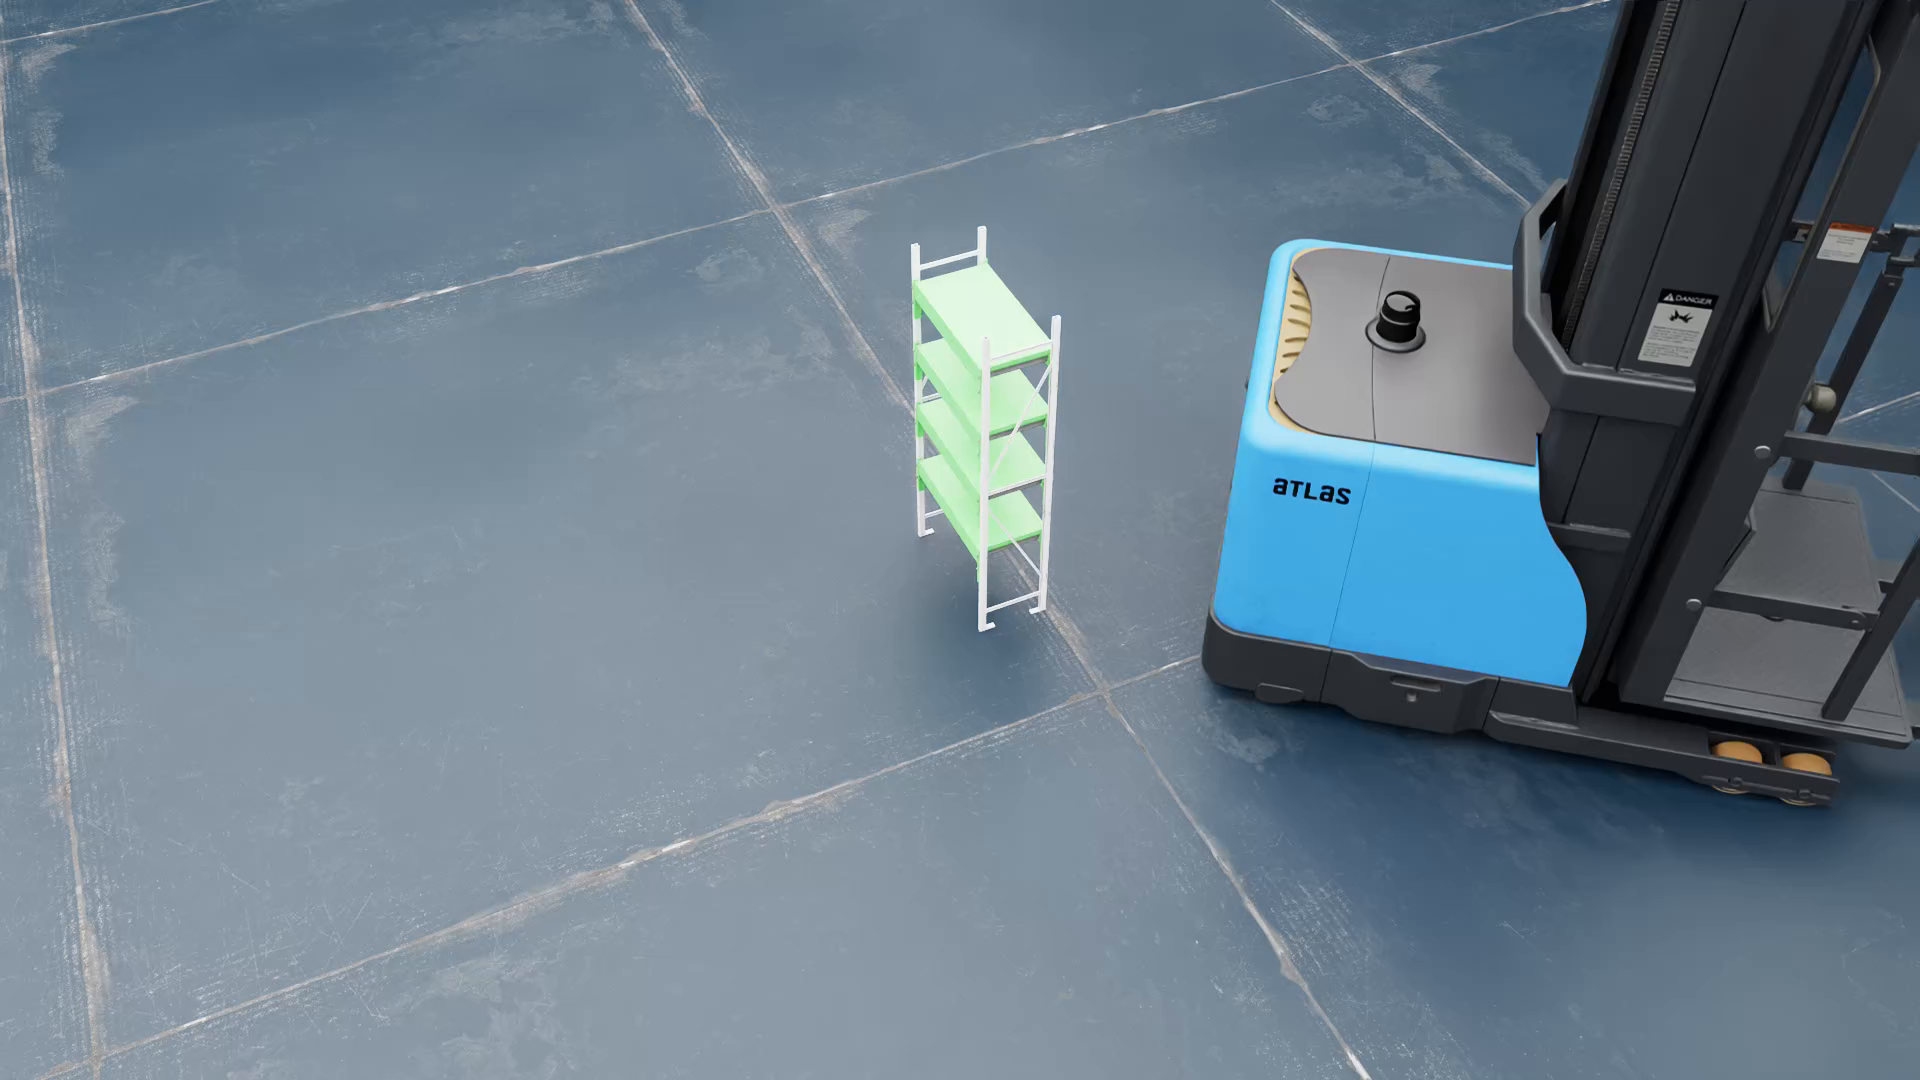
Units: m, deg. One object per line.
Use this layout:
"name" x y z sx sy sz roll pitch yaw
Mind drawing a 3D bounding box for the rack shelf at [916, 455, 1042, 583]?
"rack shelf" 0.070 -0.105 5.435 0.258 0.148 0.480 -18 47 -17

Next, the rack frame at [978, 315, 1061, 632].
"rack frame" 0.172 -0.166 5.064 0.240 1.200 0.015 -18 47 -17

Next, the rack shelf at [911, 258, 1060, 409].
"rack shelf" 0.070 -0.618 4.929 0.258 0.148 0.480 -18 47 -17

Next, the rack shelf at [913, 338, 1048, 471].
"rack shelf" 0.070 -0.447 5.098 0.258 0.148 0.480 -18 47 -17

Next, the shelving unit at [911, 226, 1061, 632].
"shelving unit" 0.070 -0.322 5.222 0.258 1.200 0.503 -18 47 -17

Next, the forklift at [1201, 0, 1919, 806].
"forklift" 2.336 -0.666 4.338 3.031 2.935 1.130 9 45 9

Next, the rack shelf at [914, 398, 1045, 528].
"rack shelf" 0.070 -0.276 5.267 0.258 0.148 0.480 -18 47 -17

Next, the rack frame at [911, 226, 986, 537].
"rack frame" -0.033 -0.477 5.379 0.240 1.200 0.015 -18 47 -17
